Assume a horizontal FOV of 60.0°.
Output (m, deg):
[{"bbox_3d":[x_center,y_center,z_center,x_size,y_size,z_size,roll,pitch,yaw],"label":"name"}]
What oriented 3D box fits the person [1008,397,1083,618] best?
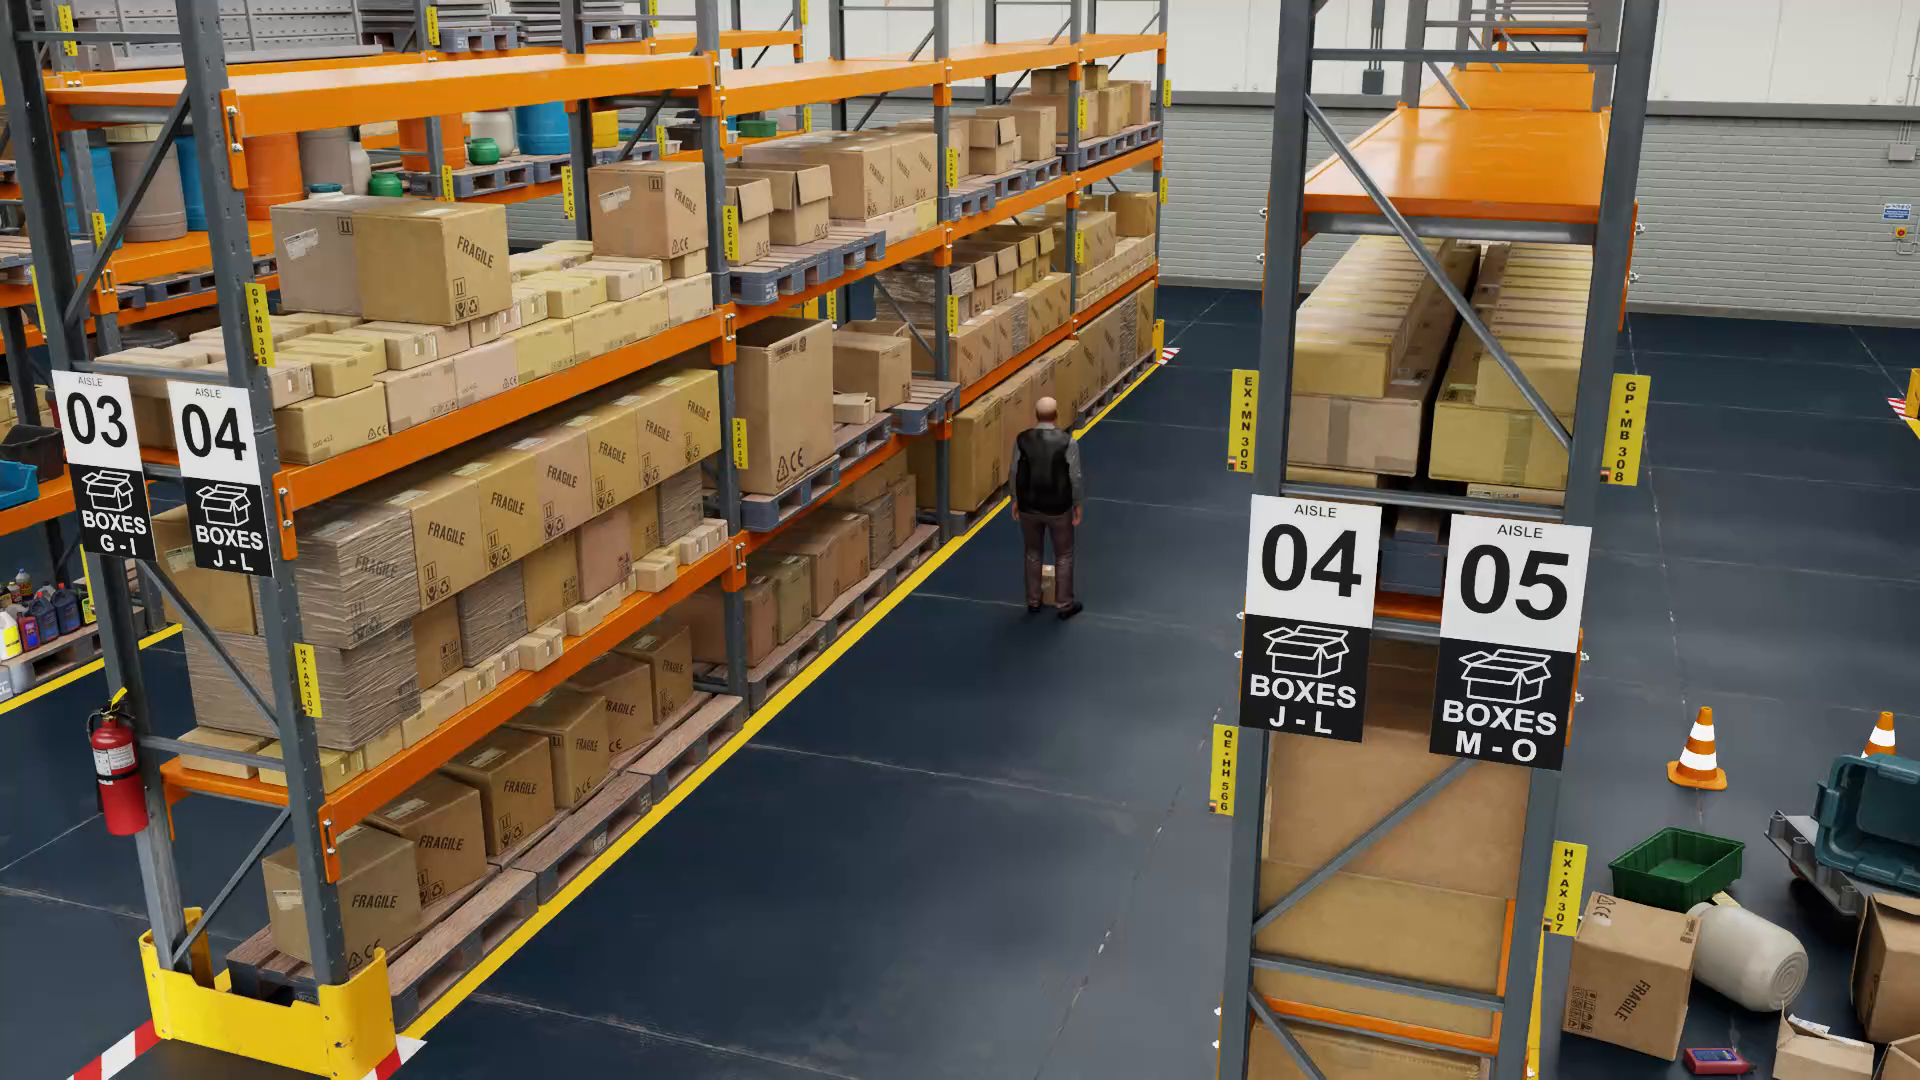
[{"bbox_3d":[0.667,-0.253,12.856,0.579,1.719,0.475,5,19,16],"label":"person"}]
